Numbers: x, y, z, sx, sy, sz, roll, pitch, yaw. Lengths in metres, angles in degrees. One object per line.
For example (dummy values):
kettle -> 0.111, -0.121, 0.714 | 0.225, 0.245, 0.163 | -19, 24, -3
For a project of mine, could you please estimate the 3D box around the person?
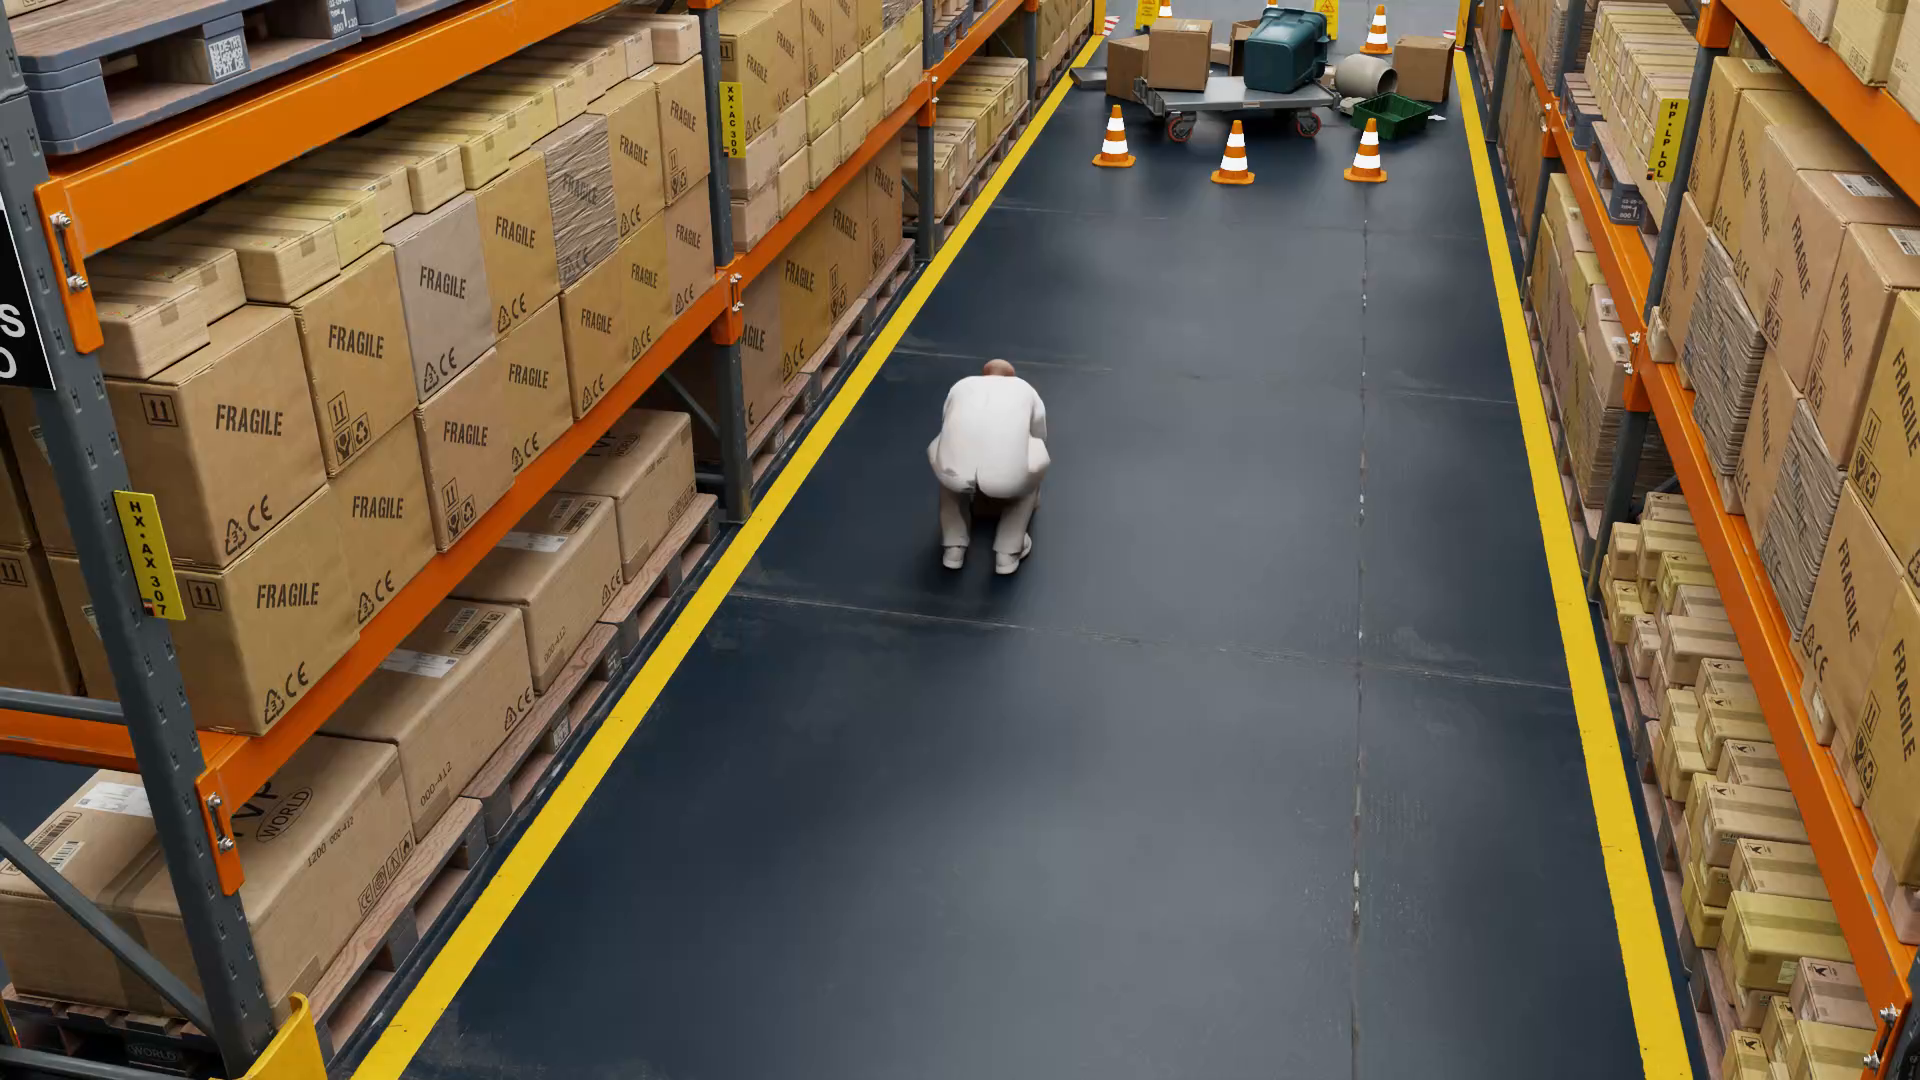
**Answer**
person -> 0.147, -0.349, 7.816 | 0.582, 0.835, 0.949 | 5, 29, 9
